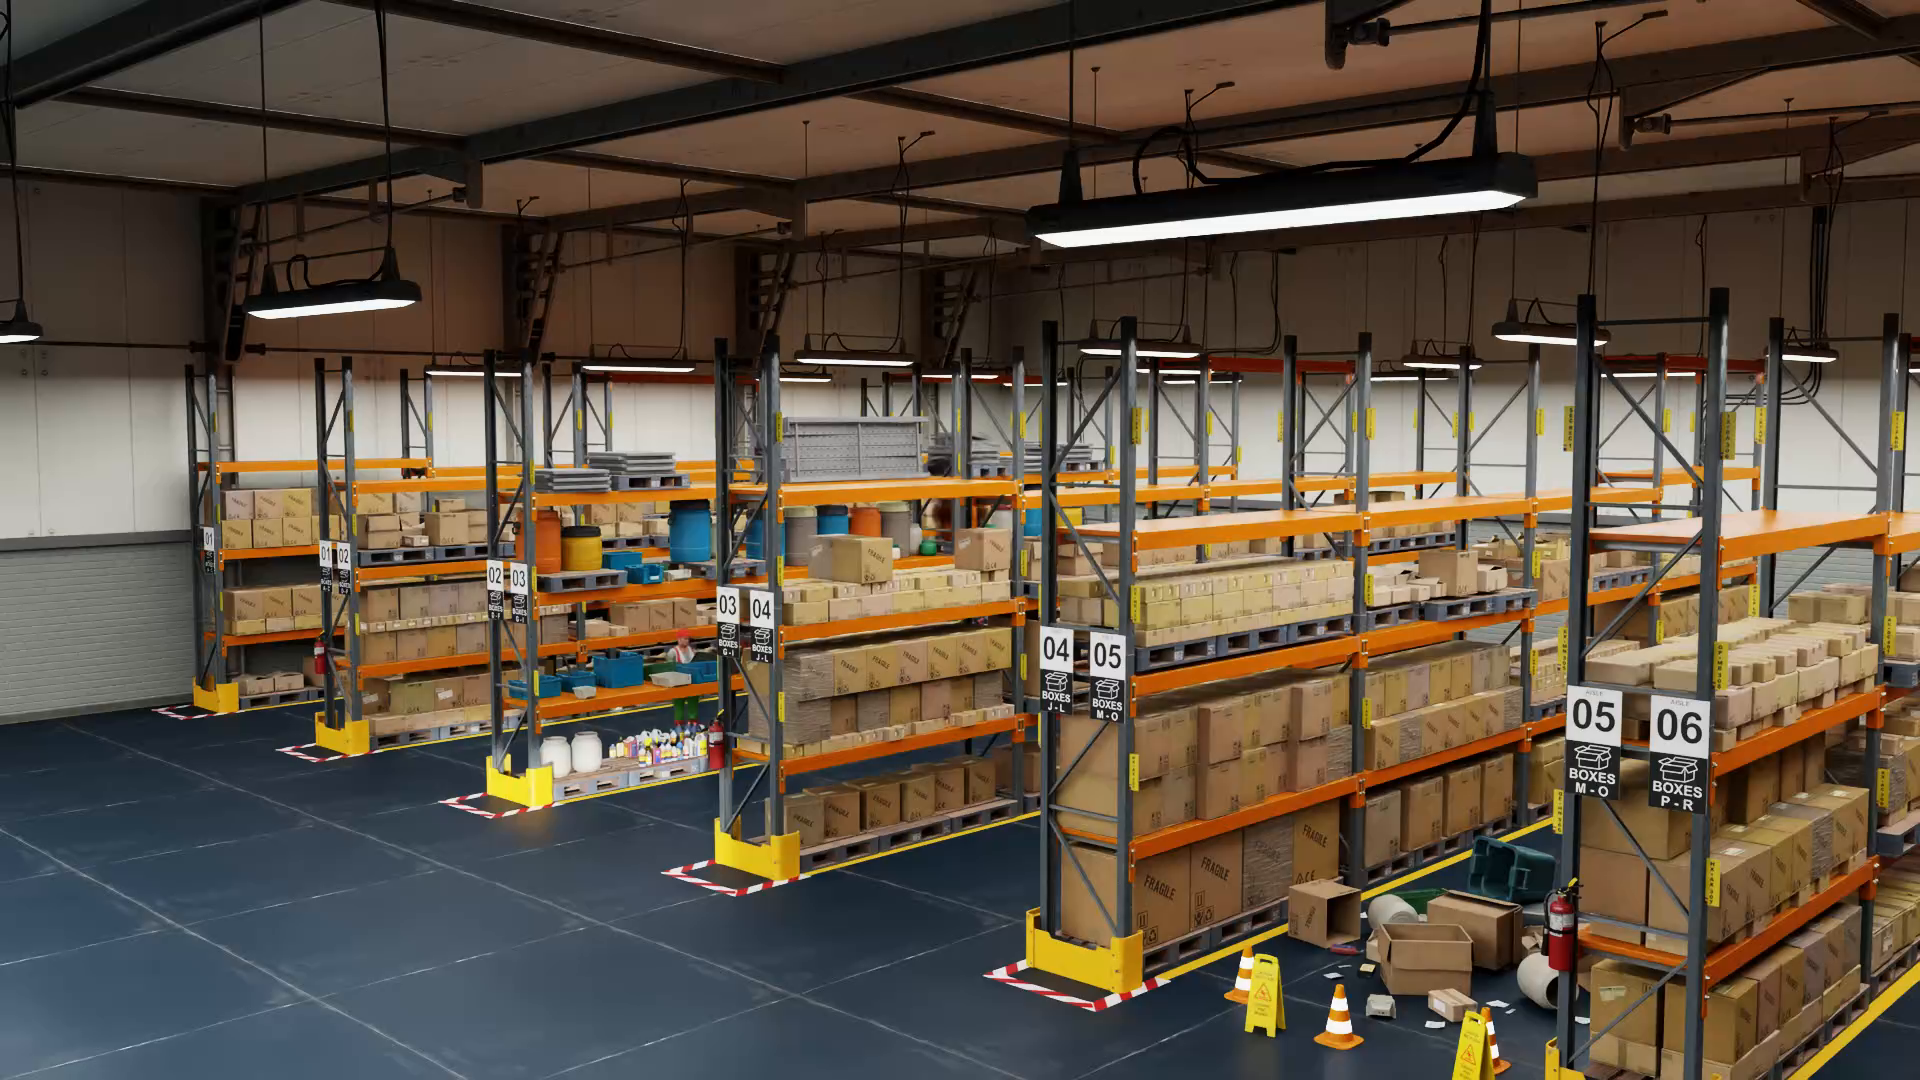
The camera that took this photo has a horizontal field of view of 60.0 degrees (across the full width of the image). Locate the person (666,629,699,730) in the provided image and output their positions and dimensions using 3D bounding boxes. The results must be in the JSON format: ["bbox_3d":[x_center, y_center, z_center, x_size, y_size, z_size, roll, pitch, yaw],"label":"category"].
[{"bbox_3d":[-4.298,2.283,25.963,0.591,1.803,0.444,-3,5,-35],"label":"person"}]

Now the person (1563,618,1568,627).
[{"bbox_3d":[10.582,2.148,28.986,0.956,1.580,0.558,-4,6,-43],"label":"person"}]
